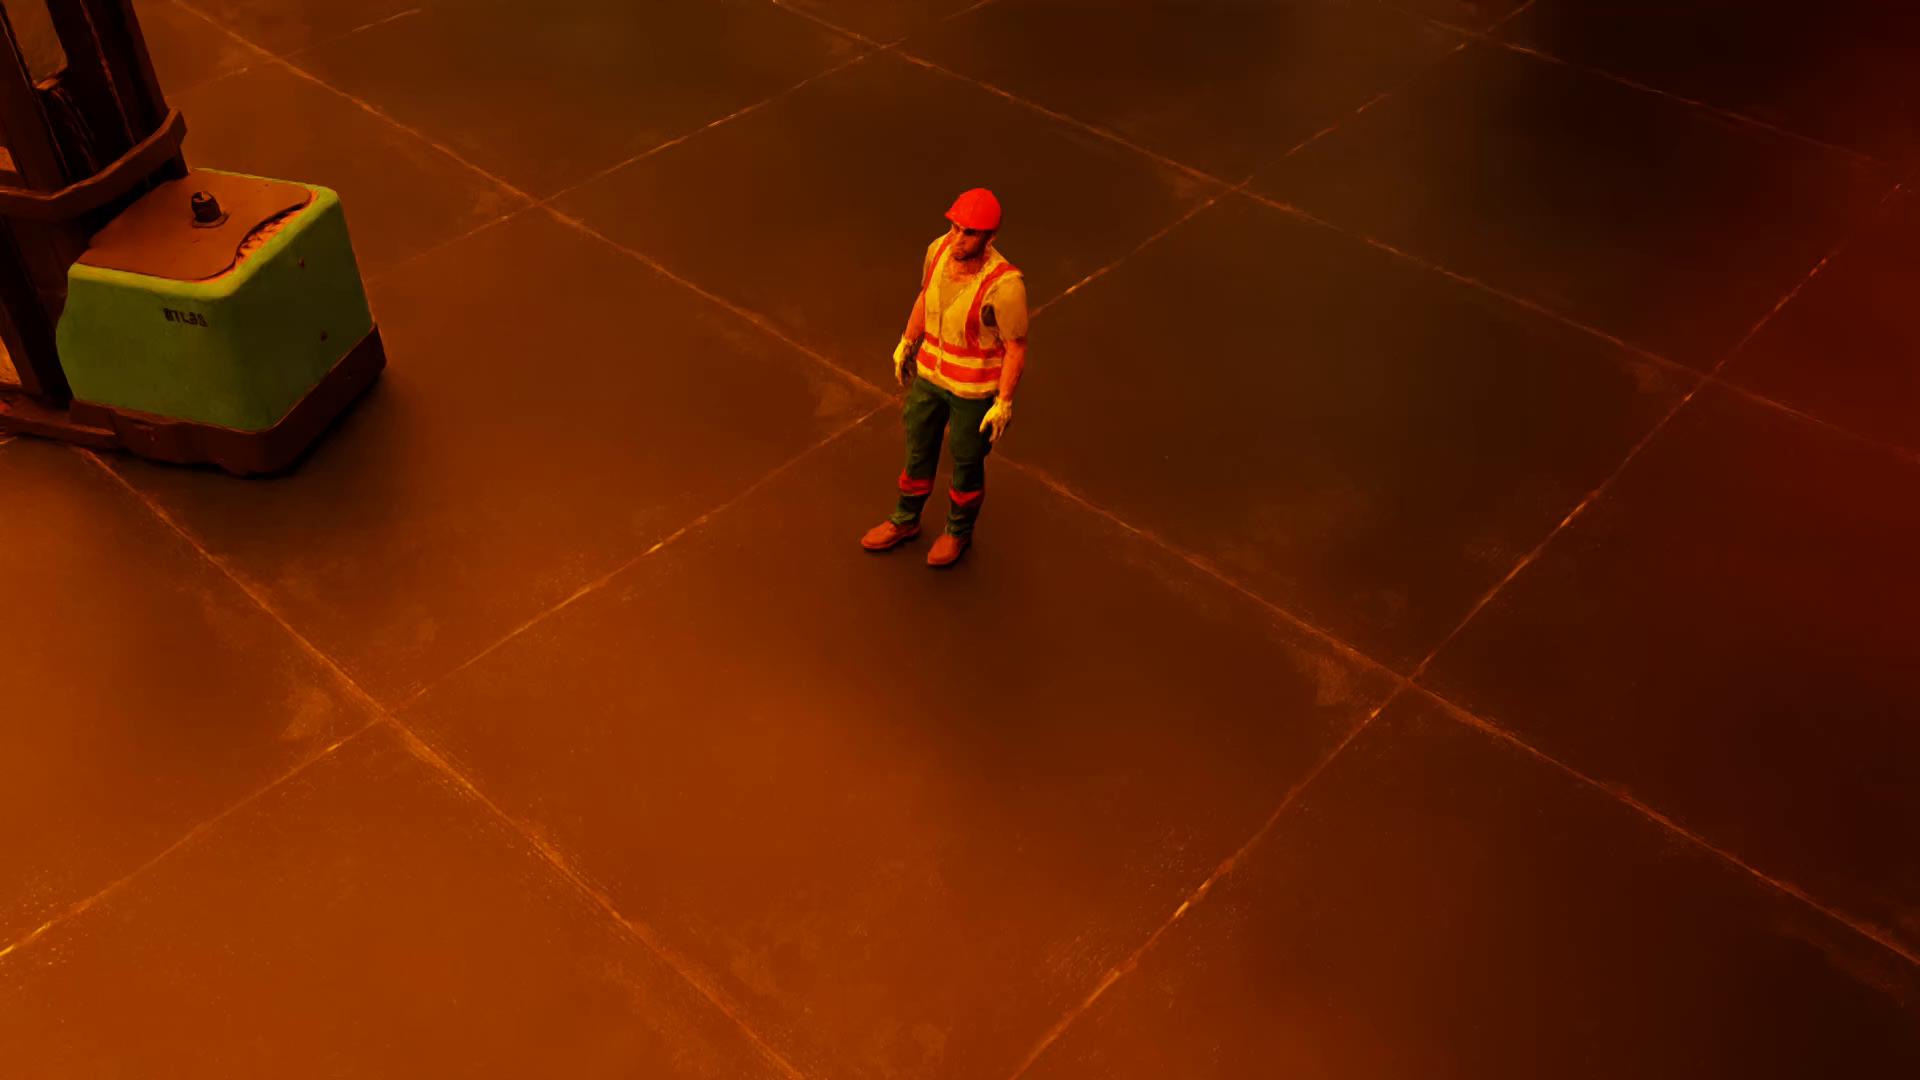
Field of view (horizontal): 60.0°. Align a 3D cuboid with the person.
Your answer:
[{"bbox_3d":[-0.063,-0.649,7.054,0.637,1.783,0.563,31,49,31],"label":"person"}]

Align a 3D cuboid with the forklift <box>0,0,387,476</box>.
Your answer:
[{"bbox_3d":[-4.553,-1.959,7.711,3.031,2.935,1.130,11,42,12],"label":"forklift"}]
